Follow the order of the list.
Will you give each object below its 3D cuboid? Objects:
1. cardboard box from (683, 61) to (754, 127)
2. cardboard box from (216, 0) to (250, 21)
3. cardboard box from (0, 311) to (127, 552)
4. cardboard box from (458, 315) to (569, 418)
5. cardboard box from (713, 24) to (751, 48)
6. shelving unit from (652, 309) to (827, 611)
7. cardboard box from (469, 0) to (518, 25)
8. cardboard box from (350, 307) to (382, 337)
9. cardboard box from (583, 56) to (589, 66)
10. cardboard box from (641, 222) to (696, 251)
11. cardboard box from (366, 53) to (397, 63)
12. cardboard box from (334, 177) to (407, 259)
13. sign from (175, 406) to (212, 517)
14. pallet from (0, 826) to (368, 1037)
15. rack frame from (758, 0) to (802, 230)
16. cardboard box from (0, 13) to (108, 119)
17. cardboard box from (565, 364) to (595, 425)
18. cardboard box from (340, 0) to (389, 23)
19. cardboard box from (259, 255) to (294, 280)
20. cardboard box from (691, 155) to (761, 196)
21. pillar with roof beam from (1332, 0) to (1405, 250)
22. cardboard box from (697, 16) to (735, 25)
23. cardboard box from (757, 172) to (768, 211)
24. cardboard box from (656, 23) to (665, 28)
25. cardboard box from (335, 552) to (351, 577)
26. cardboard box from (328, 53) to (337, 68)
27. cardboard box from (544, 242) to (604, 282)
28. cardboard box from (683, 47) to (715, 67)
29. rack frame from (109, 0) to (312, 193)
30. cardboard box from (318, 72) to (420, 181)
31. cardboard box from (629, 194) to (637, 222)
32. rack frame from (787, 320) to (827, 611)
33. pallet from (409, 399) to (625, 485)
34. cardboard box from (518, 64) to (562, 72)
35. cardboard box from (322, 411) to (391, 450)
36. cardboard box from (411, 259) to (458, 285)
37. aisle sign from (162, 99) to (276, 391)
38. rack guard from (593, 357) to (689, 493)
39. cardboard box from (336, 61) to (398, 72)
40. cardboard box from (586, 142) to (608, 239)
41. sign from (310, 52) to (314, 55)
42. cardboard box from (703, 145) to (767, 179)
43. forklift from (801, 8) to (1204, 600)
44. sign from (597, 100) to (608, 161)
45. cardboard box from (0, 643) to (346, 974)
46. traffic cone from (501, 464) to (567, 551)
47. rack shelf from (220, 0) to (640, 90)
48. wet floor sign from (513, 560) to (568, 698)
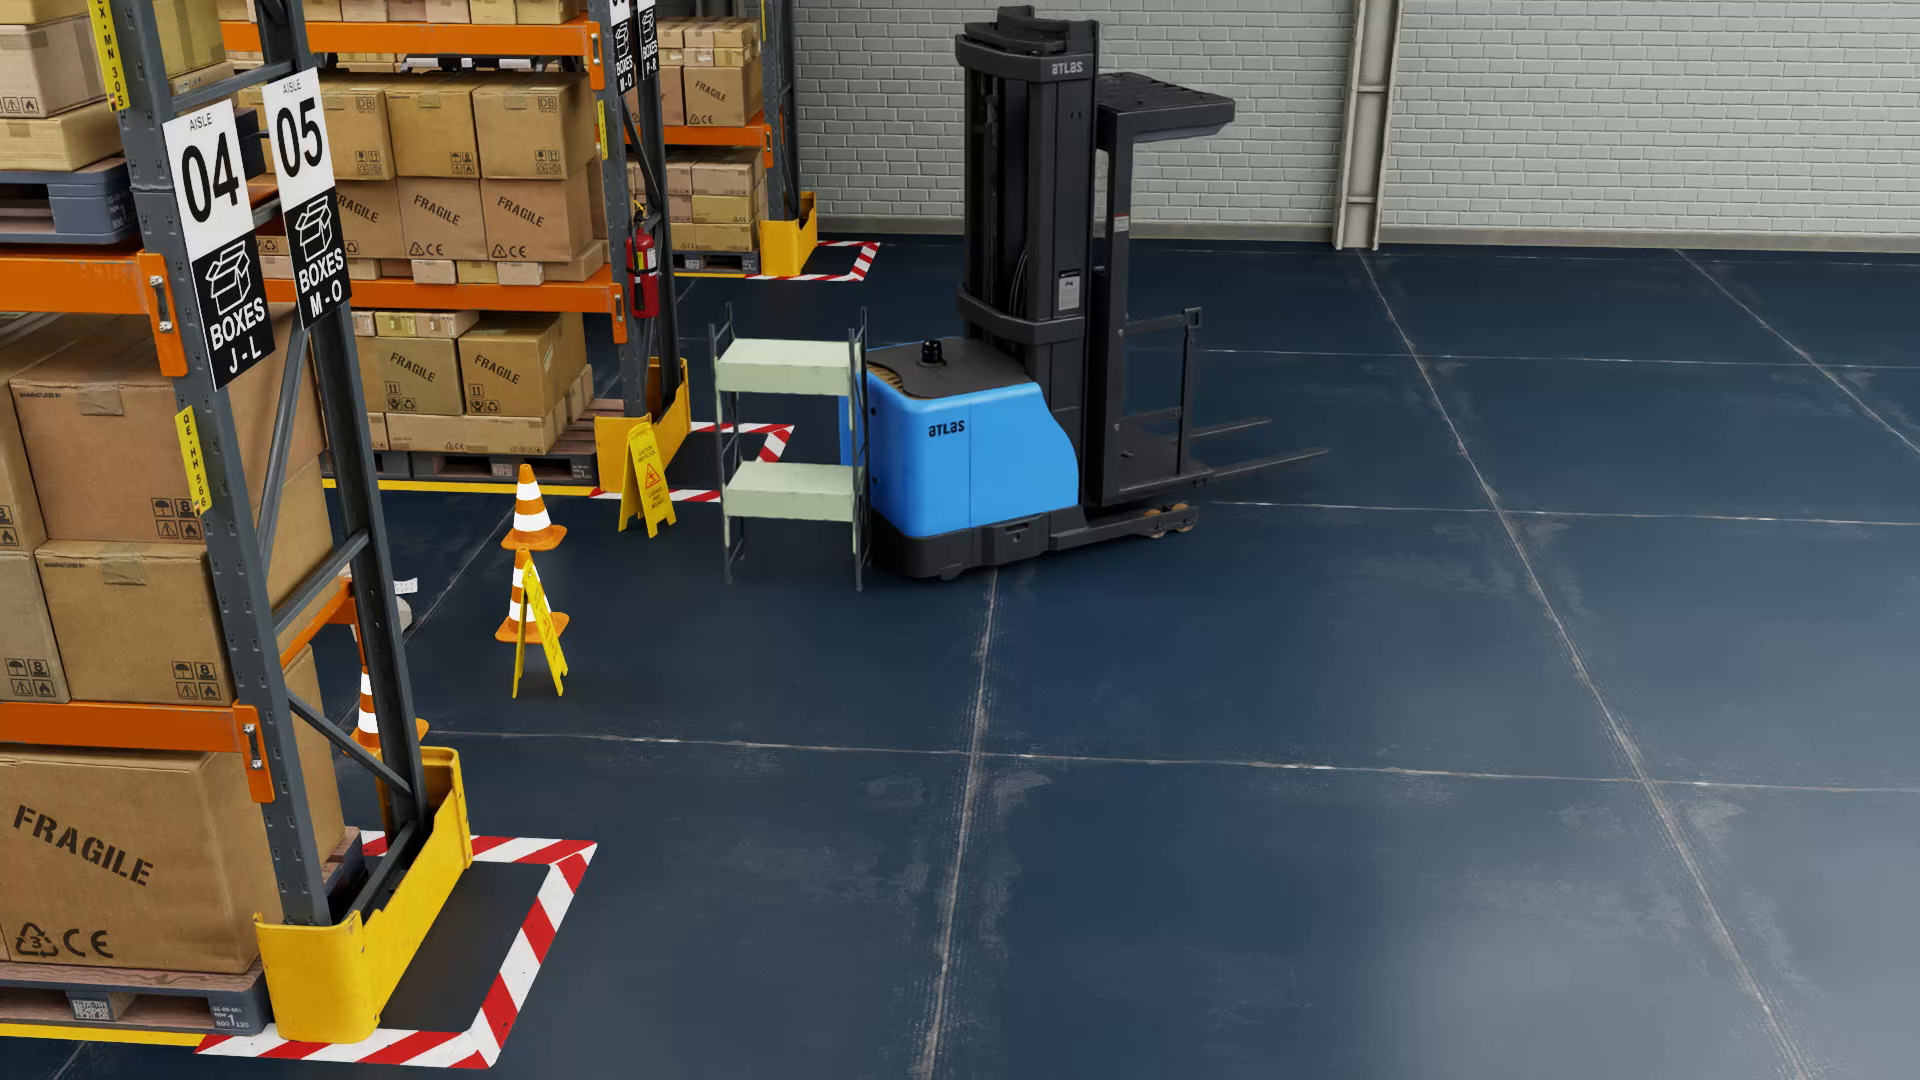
[{"bbox_3d":[-2.107,-3.916,14.552,0.500,0.500,0.500,1,25,3],"label":"cardboard box"},{"bbox_3d":[-4.128,-3.110,9.632,0.250,0.149,0.380,2,25,4],"label":"cardboard box"},{"bbox_3d":[-3.173,-0.395,5.548,0.550,0.550,0.875,2,25,4],"label":"cardboard box"},{"bbox_3d":[-2.791,-1.094,10.430,0.500,0.500,0.500,2,25,4],"label":"cardboard box"},{"bbox_3d":[-1.969,-4.363,14.392,0.250,0.149,0.380,2,25,4],"label":"cardboard box"},{"bbox_3d":[-1.156,-0.423,8.875,0.755,1.500,0.431,6,25,13],"label":"shelving unit"},{"bbox_3d":[-2.600,-3.033,9.465,0.250,0.149,0.380,2,25,4],"label":"cardboard box"},{"bbox_3d":[-3.675,-1.391,10.299,0.250,0.149,0.380,3,25,6],"label":"cardboard box"},{"bbox_3d":[-3.244,-4.229,14.457,0.250,0.149,0.380,2,25,4],"label":"cardboard box"},{"bbox_3d":[-2.584,-2.809,15.053,0.500,0.250,0.500,2,25,4],"label":"cardboard box"},{"bbox_3d":[-5.028,-4.305,14.621,0.250,0.149,0.380,2,25,5],"label":"cardboard box"},{"bbox_3d":[-3.532,-2.014,10.062,0.500,0.500,0.500,2,25,4],"label":"cardboard box"},{"bbox_3d":[-2.306,-0.237,5.007,0.005,0.325,0.100,2,25,4],"label":"sign"},{"bbox_3d":[-3.054,1.445,6.357,1.213,0.211,1.003,2,25,4],"label":"pallet"},{"bbox_3d":[-1.596,-3.964,14.776,0.127,3.000,1.000,2,25,4],"label":"rack frame"},{"bbox_3d":[-2.760,-1.394,4.804,0.500,0.250,0.500,2,25,5],"label":"cardboard box"},{"bbox_3d":[-2.755,-0.978,11.074,0.500,0.250,0.500,2,25,4],"label":"cardboard box"},{"bbox_3d":[-3.362,-3.080,9.566,0.250,0.149,0.380,2,25,4],"label":"cardboard box"},{"bbox_3d":[-4.143,-1.724,10.209,0.250,0.149,0.380,2,25,4],"label":"cardboard box"},{"bbox_3d":[-2.079,-3.245,14.804,0.500,0.250,0.500,3,25,6],"label":"cardboard box"},{"bbox_3d":[3.432,-5.101,10.071,0.400,9.000,9.100,2,25,4],"label":"pillar with roof beam"},{"bbox_3d":[-2.175,-4.574,14.850,0.250,0.149,0.380,3,25,6],"label":"cardboard box"},{"bbox_3d":[-2.049,-3.234,15.380,0.500,0.250,0.500,2,25,5],"label":"cardboard box"},{"bbox_3d":[-2.723,-4.394,14.459,0.250,0.149,0.380,2,25,4],"label":"cardboard box"},{"bbox_3d":[-3.433,0.200,9.138,0.250,0.149,0.380,16,29,31],"label":"cardboard box"},{"bbox_3d":[-6.070,-4.374,15.249,0.500,0.250,0.500,1,25,3],"label":"cardboard box"},{"bbox_3d":[-2.361,-1.704,10.165,0.250,0.149,0.380,3,25,6],"label":"cardboard box"},{"bbox_3d":[-2.220,-4.194,14.381,0.250,0.149,0.380,2,25,5],"label":"cardboard box"},{"bbox_3d":[-2.250,-2.554,4.536,0.127,3.000,1.000,2,25,4],"label":"rack frame"},{"bbox_3d":[-3.519,-2.448,9.810,0.500,0.500,0.700,2,25,3],"label":"cardboard box"},{"bbox_3d":[-3.121,-3.046,14.971,0.500,0.250,0.500,1,25,3],"label":"cardboard box"},{"bbox_3d":[-0.802,-0.384,8.791,0.023,1.500,0.400,6,25,13],"label":"rack frame"},{"bbox_3d":[-2.855,-0.672,10.957,1.213,0.211,1.003,2,25,4],"label":"pallet"},{"bbox_3d":[-3.636,-3.964,14.657,0.500,0.500,0.500,2,25,4],"label":"cardboard box"},{"bbox_3d":[-3.837,-0.785,10.654,0.500,0.250,0.500,1,25,2],"label":"cardboard box"},{"bbox_3d":[-3.135,-1.678,10.110,0.250,0.149,0.380,2,25,5],"label":"cardboard box"},{"bbox_3d":[-2.203,-0.882,4.969,0.004,0.787,0.394,2,25,4],"label":"aisle sign"},{"bbox_3d":[-2.048,-0.762,10.808,0.348,0.500,1.175,2,25,4],"label":"rack guard"},{"bbox_3d":[-5.162,-4.014,14.766,0.500,0.500,0.500,1,25,3],"label":"cardboard box"},{"bbox_3d":[-2.423,-2.206,10.481,0.500,0.500,0.500,1,25,3],"label":"cardboard box"},{"bbox_3d":[-5.616,-4.356,14.337,0.005,0.325,0.100,2,25,4],"label":"sign"},{"bbox_3d":[-2.061,-3.454,15.259,0.500,0.250,0.500,1,25,3],"label":"cardboard box"},{"bbox_3d":[0.423,-1.559,9.631,1.130,2.935,3.031,18,30,34],"label":"forklift"},{"bbox_3d":[-2.035,-2.334,9.471,0.005,0.325,0.100,2,25,4],"label":"sign"},{"bbox_3d":[-2.932,0.951,6.133,0.875,0.875,0.875,2,25,4],"label":"cardboard box"},{"bbox_3d":[-2.500,-0.219,9.672,0.334,0.463,0.336,2,25,4],"label":"traffic cone"},{"bbox_3d":[-3.966,-2.995,9.943,4.000,0.370,1.077,2,25,4],"label":"rack shelf"},{"bbox_3d":[-2.070,0.416,8.073,0.232,0.644,0.267,-2,25,-5],"label":"wet floor sign"}]
